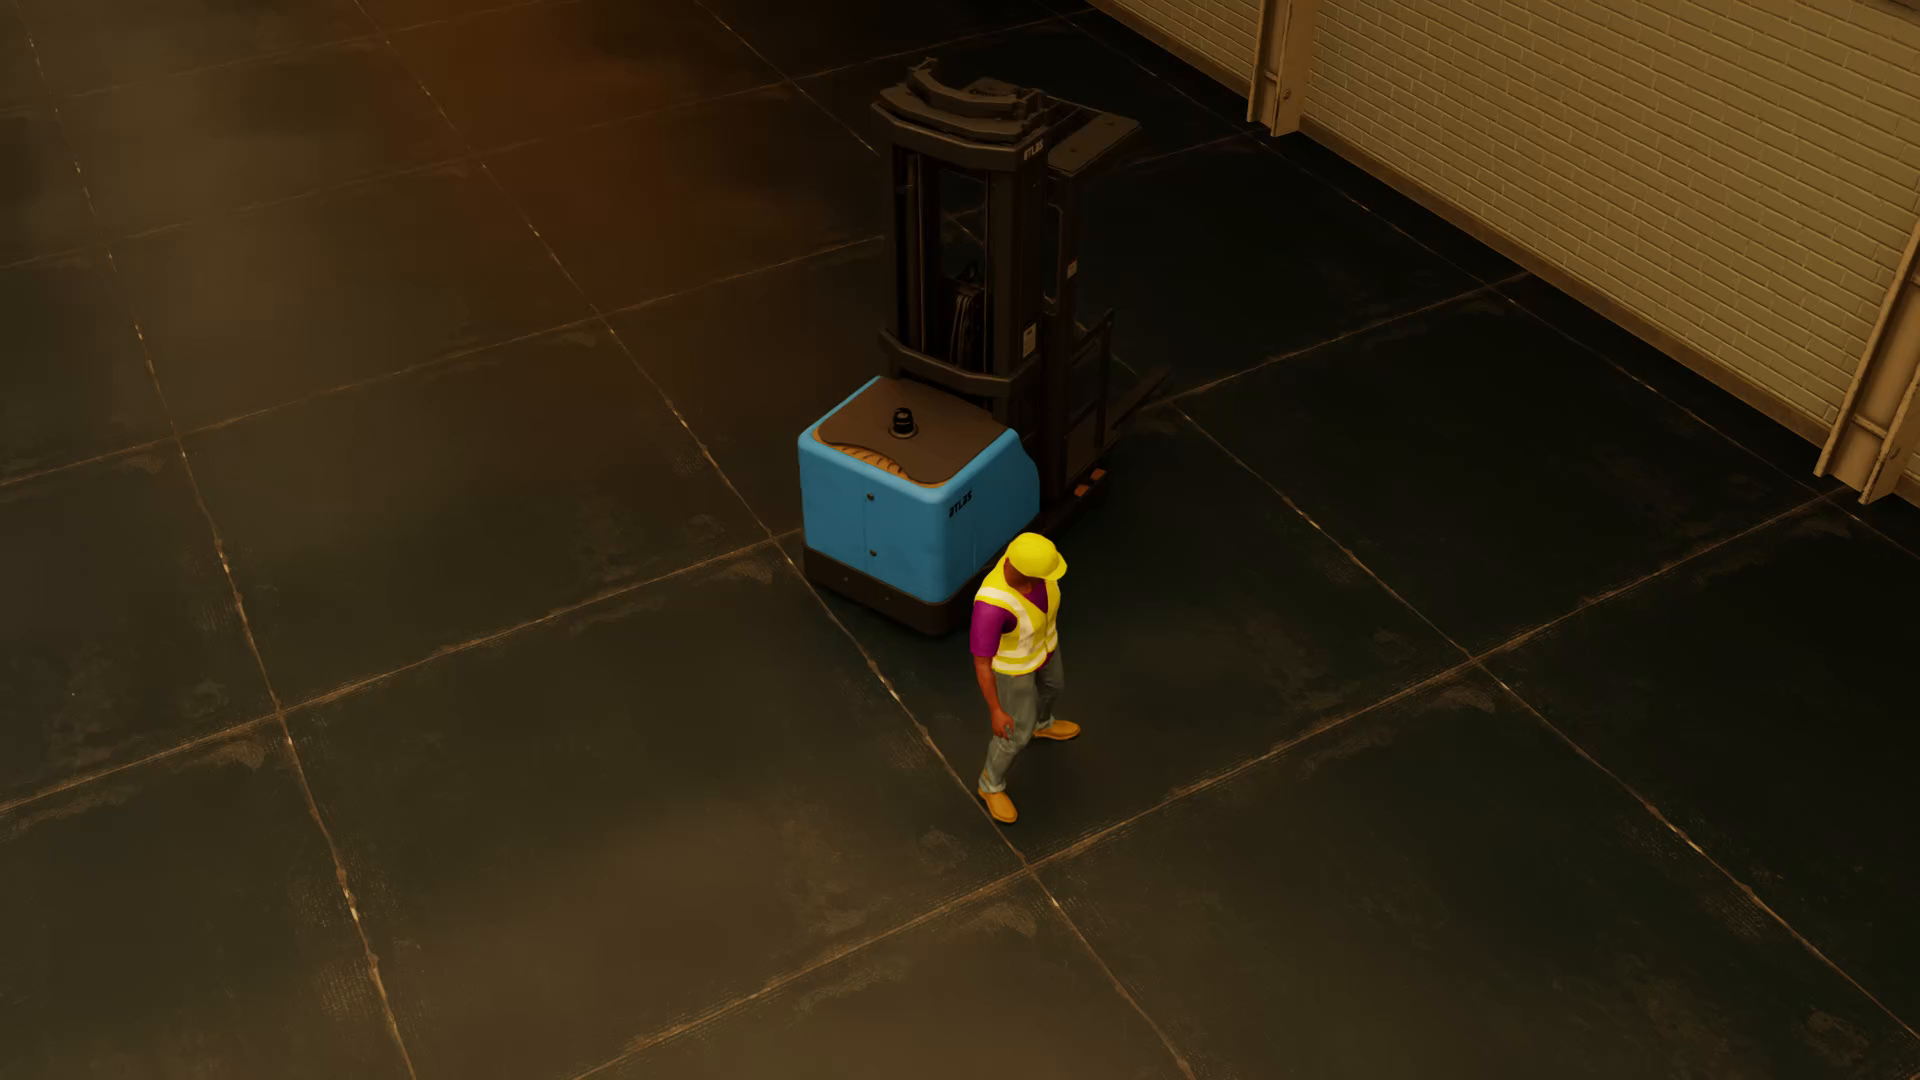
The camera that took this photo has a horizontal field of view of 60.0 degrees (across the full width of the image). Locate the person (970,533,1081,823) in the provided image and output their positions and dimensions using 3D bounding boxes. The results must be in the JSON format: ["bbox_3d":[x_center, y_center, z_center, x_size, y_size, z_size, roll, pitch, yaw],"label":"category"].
[{"bbox_3d":[0.331,0.587,8.273,0.411,1.726,0.906,21,44,23],"label":"person"}]

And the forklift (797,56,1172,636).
[{"bbox_3d":[0.319,-1.479,9.819,1.130,2.935,3.031,24,45,26],"label":"forklift"}]
